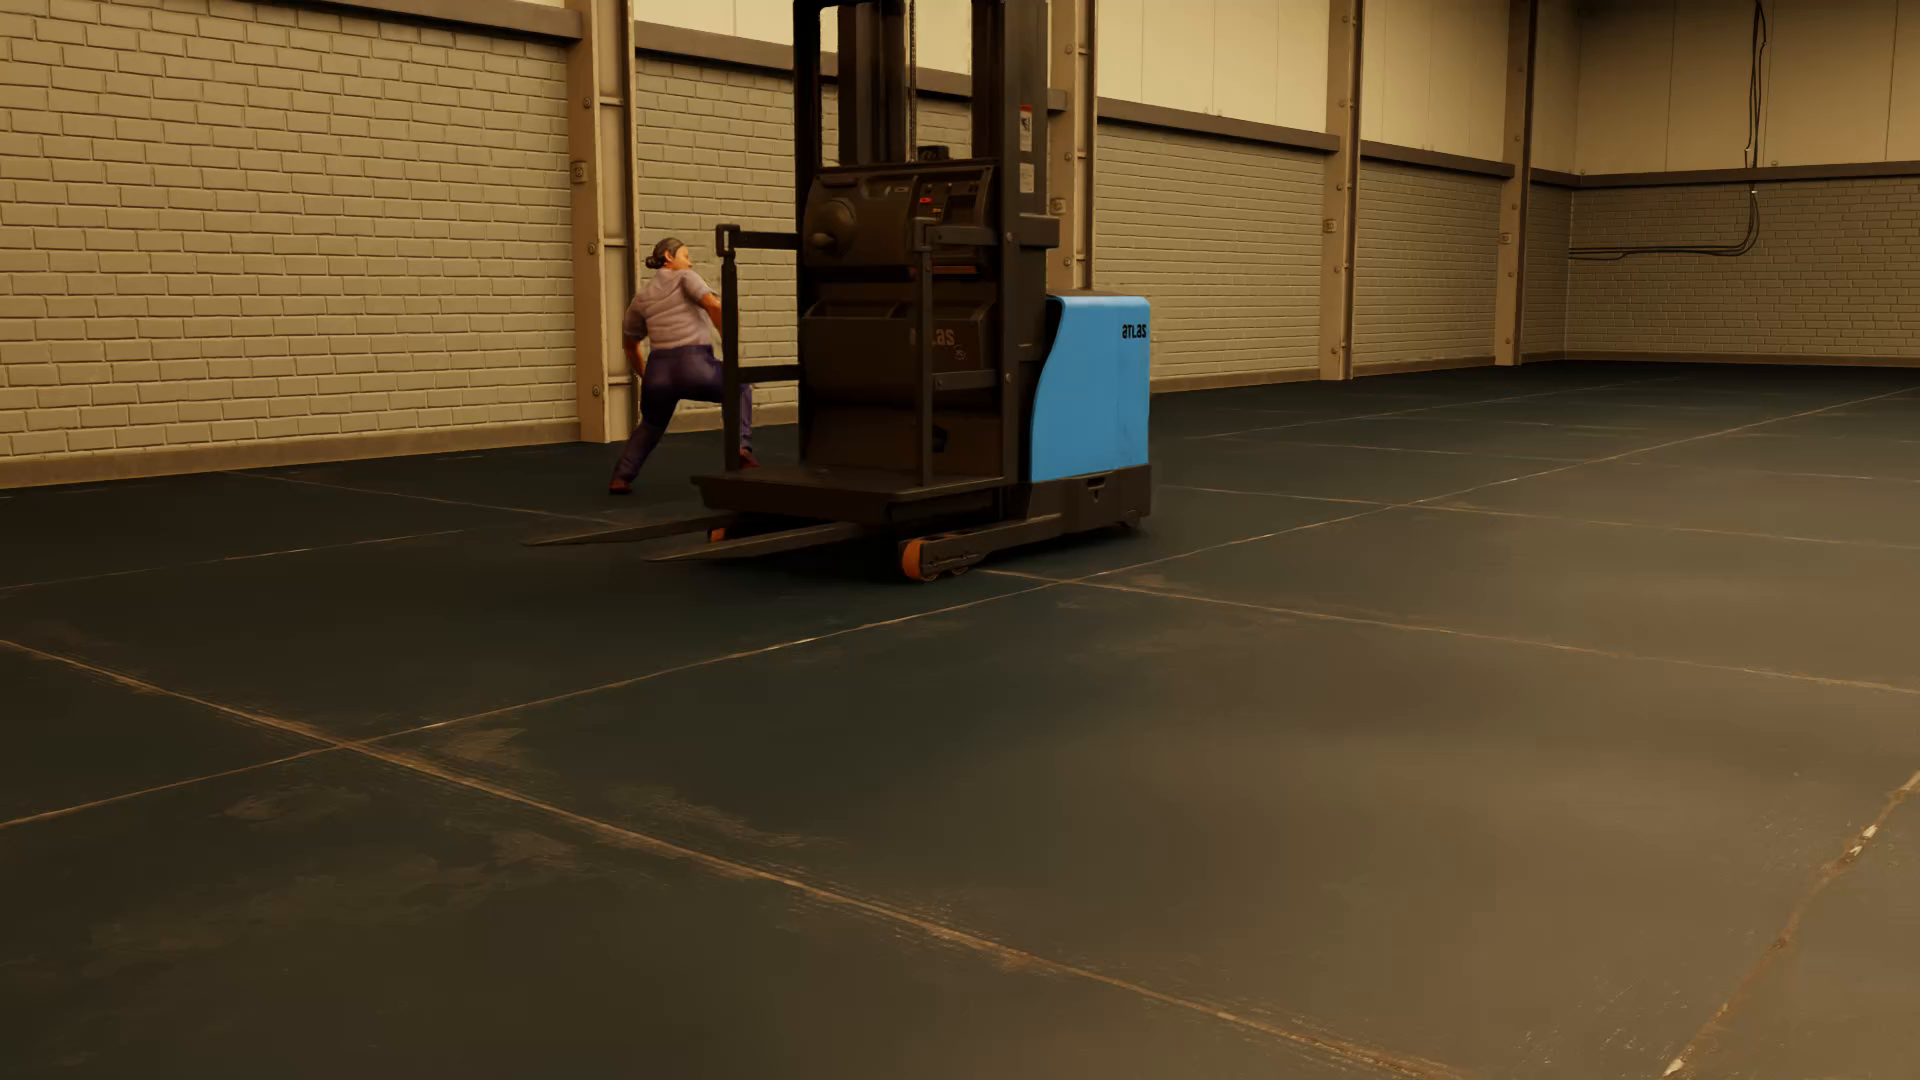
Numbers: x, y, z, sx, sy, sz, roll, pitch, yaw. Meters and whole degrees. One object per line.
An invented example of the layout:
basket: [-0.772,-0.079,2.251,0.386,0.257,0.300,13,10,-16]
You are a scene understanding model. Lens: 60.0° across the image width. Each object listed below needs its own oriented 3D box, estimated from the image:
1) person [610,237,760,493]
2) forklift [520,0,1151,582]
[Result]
person: [-1.531,-0.930,9.106,0.825,1.439,0.632,2,9,15]
forklift: [-0.383,-1.369,6.636,1.130,2.935,3.031,6,10,35]
